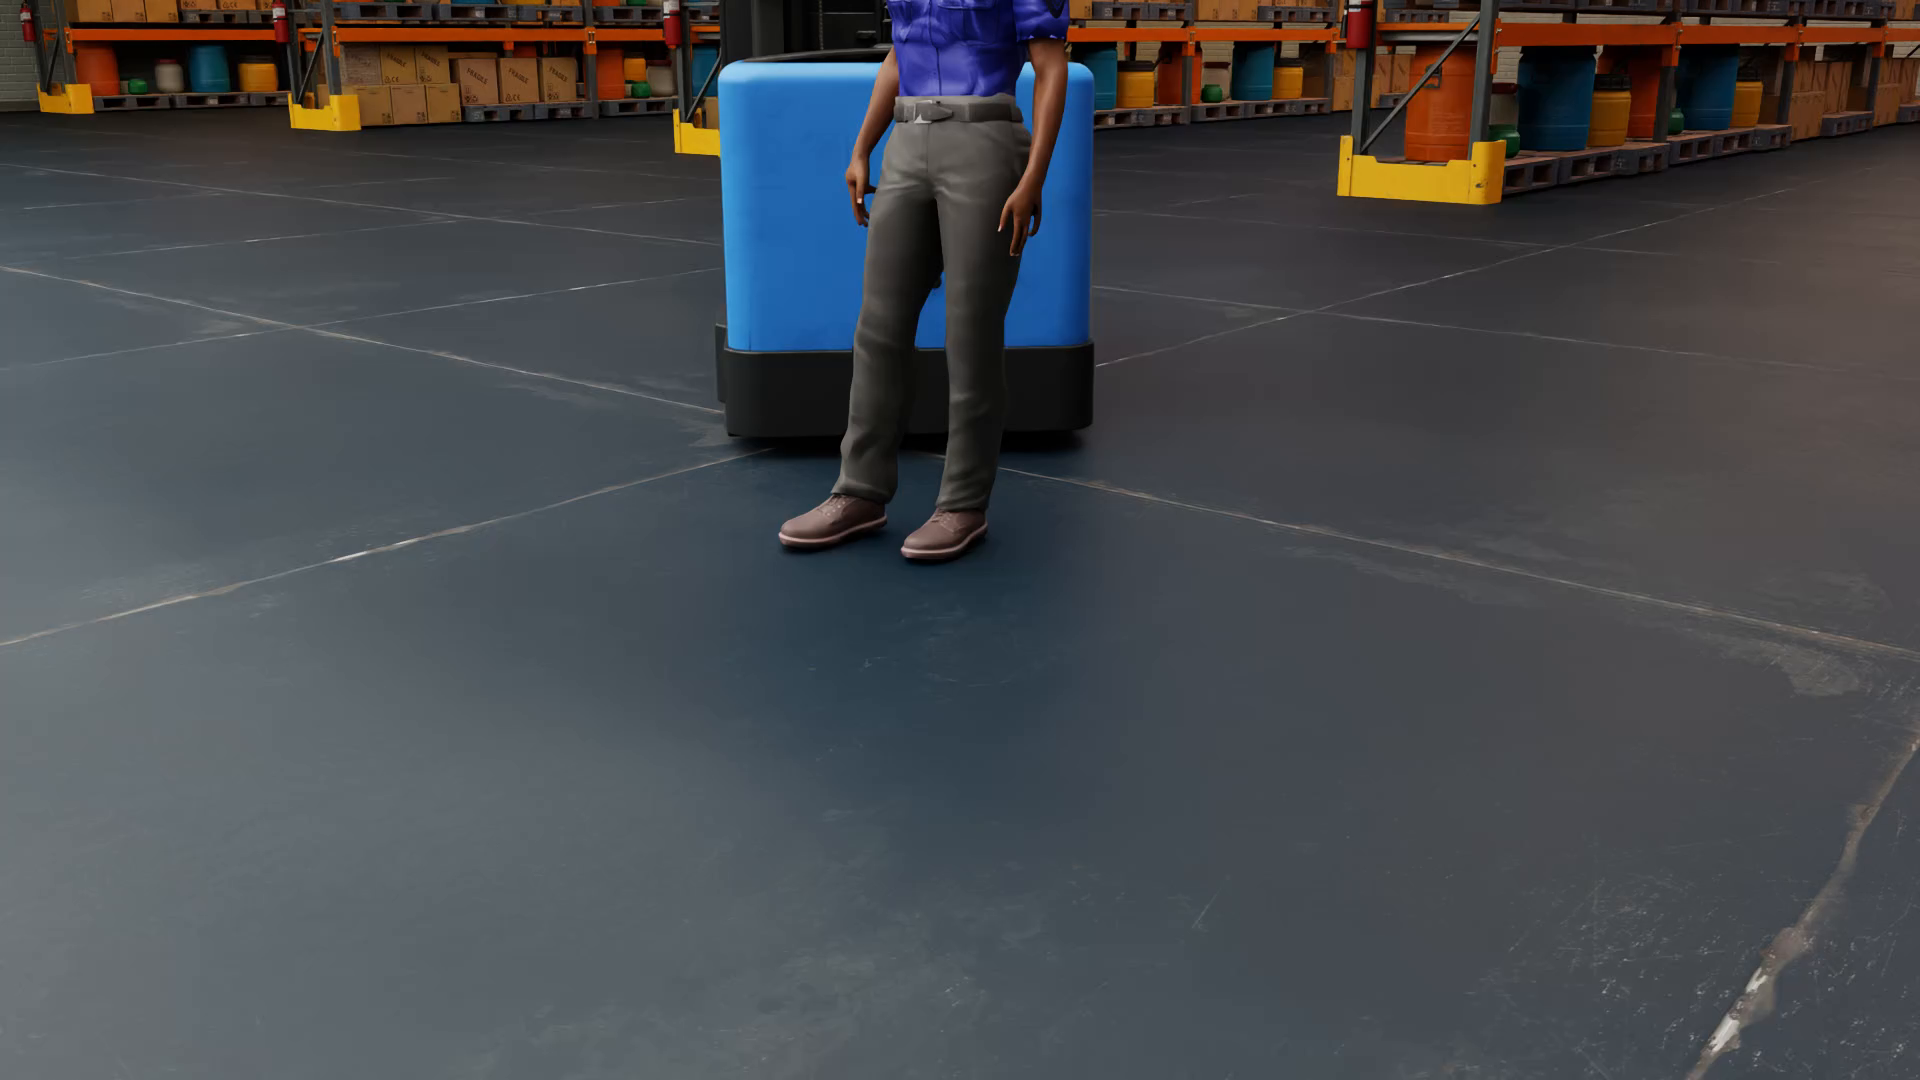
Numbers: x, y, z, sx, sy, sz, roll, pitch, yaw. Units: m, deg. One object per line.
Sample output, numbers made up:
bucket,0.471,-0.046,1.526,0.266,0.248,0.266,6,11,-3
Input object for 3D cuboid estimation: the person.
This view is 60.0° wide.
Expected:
person,-0.071,-0.782,3.646,0.570,1.657,0.502,13,21,37

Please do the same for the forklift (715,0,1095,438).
forklift,-0.282,-2.068,5.710,1.130,2.935,3.031,-2,17,-6
